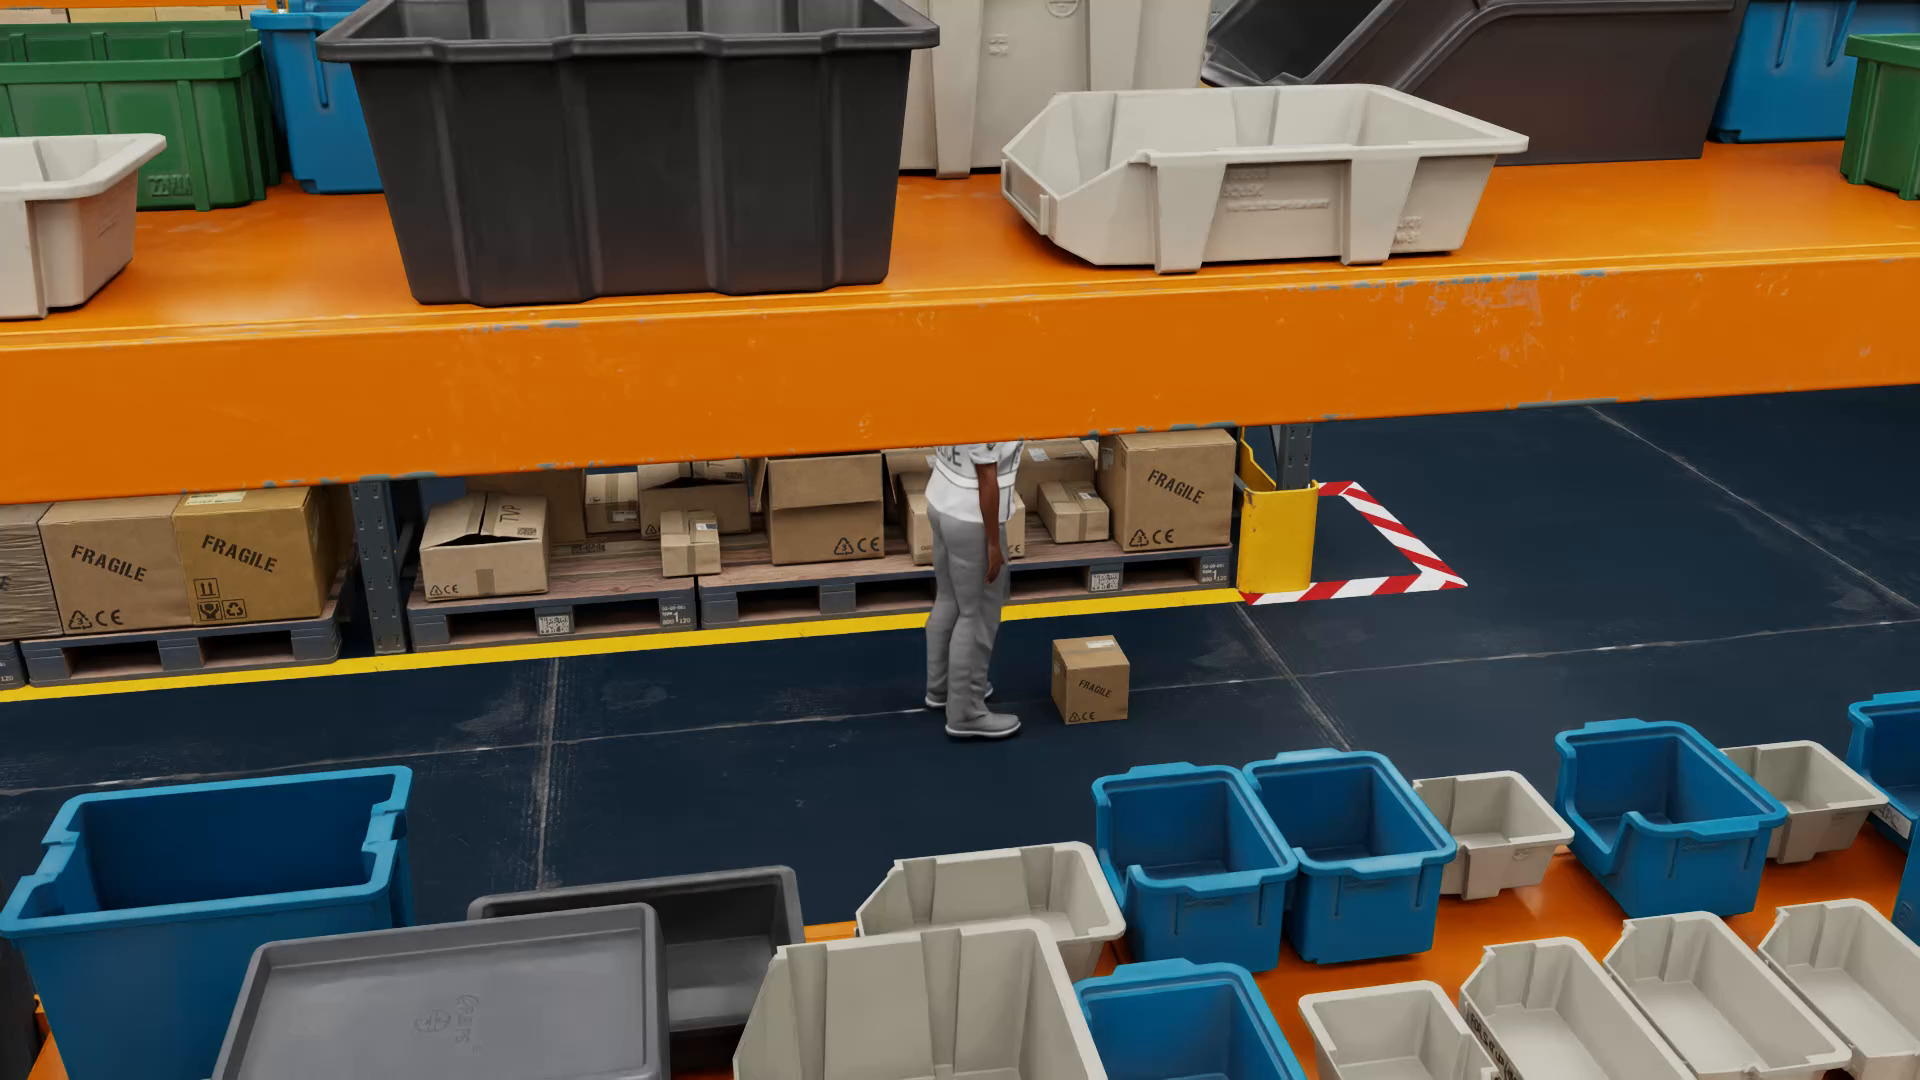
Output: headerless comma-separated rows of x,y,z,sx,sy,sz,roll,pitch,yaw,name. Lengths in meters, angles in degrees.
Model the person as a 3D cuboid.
0.056,-0.090,6.220,0.346,1.692,0.499,-7,25,-16,person
